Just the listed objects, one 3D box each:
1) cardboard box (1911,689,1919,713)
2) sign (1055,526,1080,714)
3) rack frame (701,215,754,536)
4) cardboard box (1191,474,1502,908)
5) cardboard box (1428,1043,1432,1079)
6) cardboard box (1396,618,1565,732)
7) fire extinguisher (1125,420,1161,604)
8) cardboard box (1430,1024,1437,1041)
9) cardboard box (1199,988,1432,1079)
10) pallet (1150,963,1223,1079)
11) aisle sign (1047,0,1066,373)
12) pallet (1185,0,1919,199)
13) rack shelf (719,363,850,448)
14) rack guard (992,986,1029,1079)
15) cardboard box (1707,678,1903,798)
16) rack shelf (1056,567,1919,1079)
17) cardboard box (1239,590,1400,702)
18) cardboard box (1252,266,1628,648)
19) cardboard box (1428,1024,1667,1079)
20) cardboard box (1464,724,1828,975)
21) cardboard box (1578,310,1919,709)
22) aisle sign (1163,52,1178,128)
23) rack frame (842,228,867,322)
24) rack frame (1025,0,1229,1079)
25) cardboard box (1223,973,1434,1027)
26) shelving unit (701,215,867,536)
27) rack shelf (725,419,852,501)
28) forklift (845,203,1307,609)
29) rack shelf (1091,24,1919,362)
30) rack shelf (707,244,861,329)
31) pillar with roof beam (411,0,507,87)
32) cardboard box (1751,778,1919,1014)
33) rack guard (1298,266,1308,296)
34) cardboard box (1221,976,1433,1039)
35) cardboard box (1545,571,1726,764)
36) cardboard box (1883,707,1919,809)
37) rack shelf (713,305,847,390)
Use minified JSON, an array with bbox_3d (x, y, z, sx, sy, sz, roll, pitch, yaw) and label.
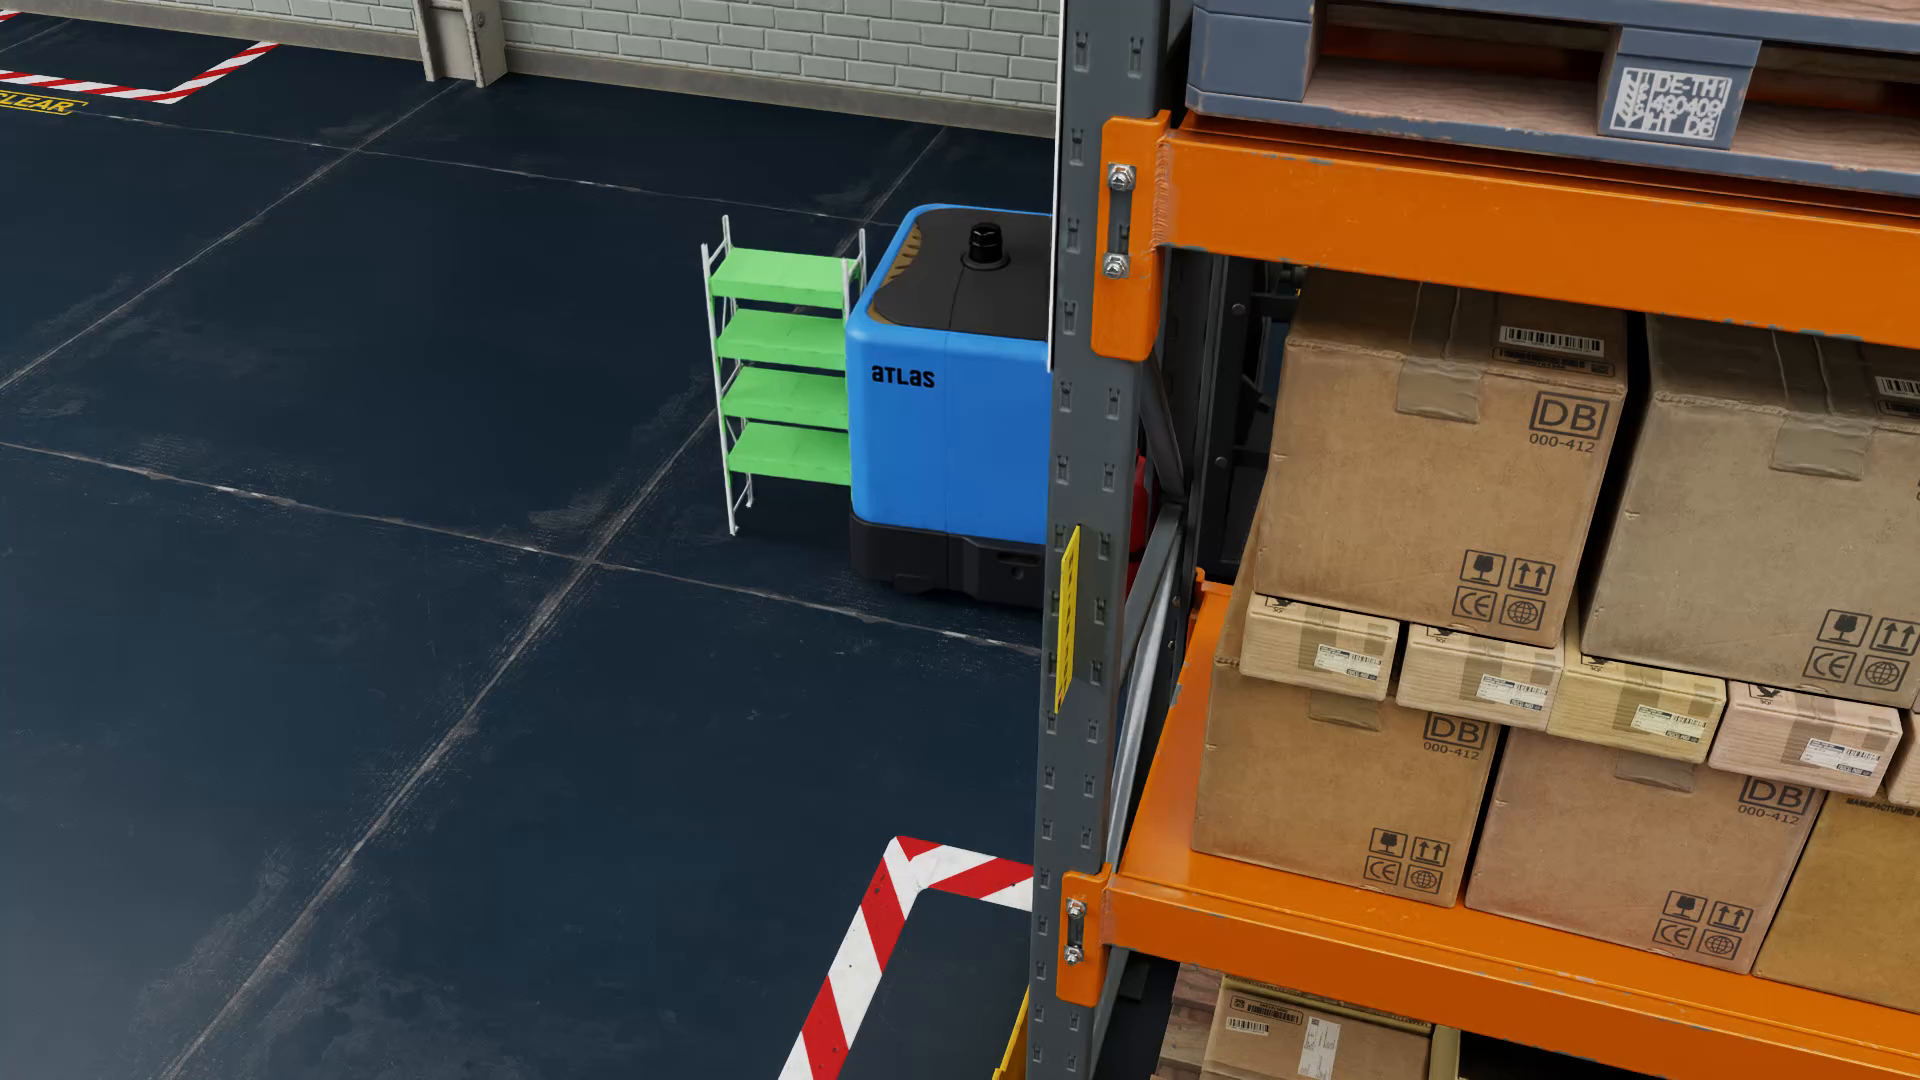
[{"bbox_3d":[1.825,-0.083,2.653,0.500,0.500,0.700,11,38,14],"label":"cardboard box"},{"bbox_3d":[0.176,0.135,2.739,0.005,0.325,0.100,10,38,14],"label":"sign"},{"bbox_3d":[-0.834,-0.570,6.013,0.015,1.200,0.240,7,37,10],"label":"rack frame"},{"bbox_3d":[0.789,0.252,3.293,0.500,0.500,0.700,11,38,14],"label":"cardboard box"},{"bbox_3d":[1.272,1.447,3.718,0.500,0.250,0.500,10,38,14],"label":"cardboard box"},{"bbox_3d":[0.911,0.137,2.902,0.250,0.149,0.380,10,37,13],"label":"cardboard box"},{"bbox_3d":[0.373,-0.050,3.853,0.183,0.674,0.296,10,38,14],"label":"fire extinguisher"},{"bbox_3d":[1.428,1.150,4.123,0.500,0.250,0.500,10,38,14],"label":"cardboard box"},{"bbox_3d":[0.793,1.361,3.836,0.500,0.250,0.500,10,38,14],"label":"cardboard box"},{"bbox_3d":[1.090,1.437,4.120,1.213,0.211,1.003,10,38,14],"label":"pallet"},{"bbox_3d":[0.194,-0.683,2.454,0.004,0.787,0.394,10,38,14],"label":"aisle sign"},{"bbox_3d":[1.015,-0.831,2.392,1.213,0.211,1.003,10,38,14],"label":"pallet"},{"bbox_3d":[-0.596,-0.488,6.009,0.480,0.148,0.258,7,37,10],"label":"rack shelf"},{"bbox_3d":[0.325,1.205,4.191,0.348,0.500,1.175,10,38,14],"label":"rack guard"},{"bbox_3d":[1.389,0.228,2.778,0.250,0.149,0.380,10,38,13],"label":"cardboard box"},{"bbox_3d":[2.257,0.845,3.178,4.000,0.370,1.077,10,38,14],"label":"rack shelf"},{"bbox_3d":[0.658,0.092,2.963,0.250,0.149,0.380,10,38,14],"label":"cardboard box"},{"bbox_3d":[0.840,-0.261,2.896,0.500,0.500,0.700,11,38,14],"label":"cardboard box"},{"bbox_3d":[1.271,1.146,3.495,0.500,0.500,0.500,10,38,14],"label":"cardboard box"},{"bbox_3d":[1.292,0.342,3.171,0.500,0.500,0.700,11,38,15],"label":"cardboard box"},{"bbox_3d":[1.344,-0.172,2.774,0.500,0.500,0.700,10,37,13],"label":"cardboard box"},{"bbox_3d":[0.372,-1.023,2.916,0.004,0.787,0.394,10,38,14],"label":"aisle sign"},{"bbox_3d":[-0.357,-0.509,5.929,0.015,1.200,0.240,7,37,10],"label":"rack frame"},{"bbox_3d":[0.348,0.202,3.445,0.127,3.000,1.000,10,38,14],"label":"rack frame"},{"bbox_3d":[0.948,0.765,4.013,0.500,0.500,0.500,10,38,14],"label":"cardboard box"},{"bbox_3d":[-0.596,-0.540,5.971,0.503,1.200,0.258,7,37,10],"label":"shelving unit"},{"bbox_3d":[-0.596,-0.295,6.151,0.480,0.148,0.258,7,37,10],"label":"rack shelf"},{"bbox_3d":[1.179,-1.108,5.283,3.031,2.935,1.130,7,37,10],"label":"forklift"},{"bbox_3d":[2.257,-0.363,2.289,4.000,0.370,1.077,10,38,14],"label":"rack shelf"},{"bbox_3d":[-0.596,-0.875,5.724,0.480,0.148,0.258,7,37,10],"label":"rack shelf"},{"bbox_3d":[-4.263,-4.008,4.104,0.400,9.000,9.100,10,38,14],"label":"pillar with roof beam"},{"bbox_3d":[1.764,0.433,3.047,0.500,0.500,0.700,11,38,14],"label":"cardboard box"},{"bbox_3d":[1.894,-1.581,7.976,0.348,0.500,1.175,10,38,14],"label":"rack guard"},{"bbox_3d":[0.948,1.068,4.234,0.500,0.250,0.500,10,38,14],"label":"cardboard box"},{"bbox_3d":[1.148,0.182,2.841,0.250,0.149,0.380,11,38,14],"label":"cardboard box"},{"bbox_3d":[1.644,0.273,2.716,0.250,0.149,0.380,9,37,12],"label":"cardboard box"},{"bbox_3d":[-0.596,-0.681,5.866,0.480,0.148,0.258,7,37,10],"label":"rack shelf"}]
